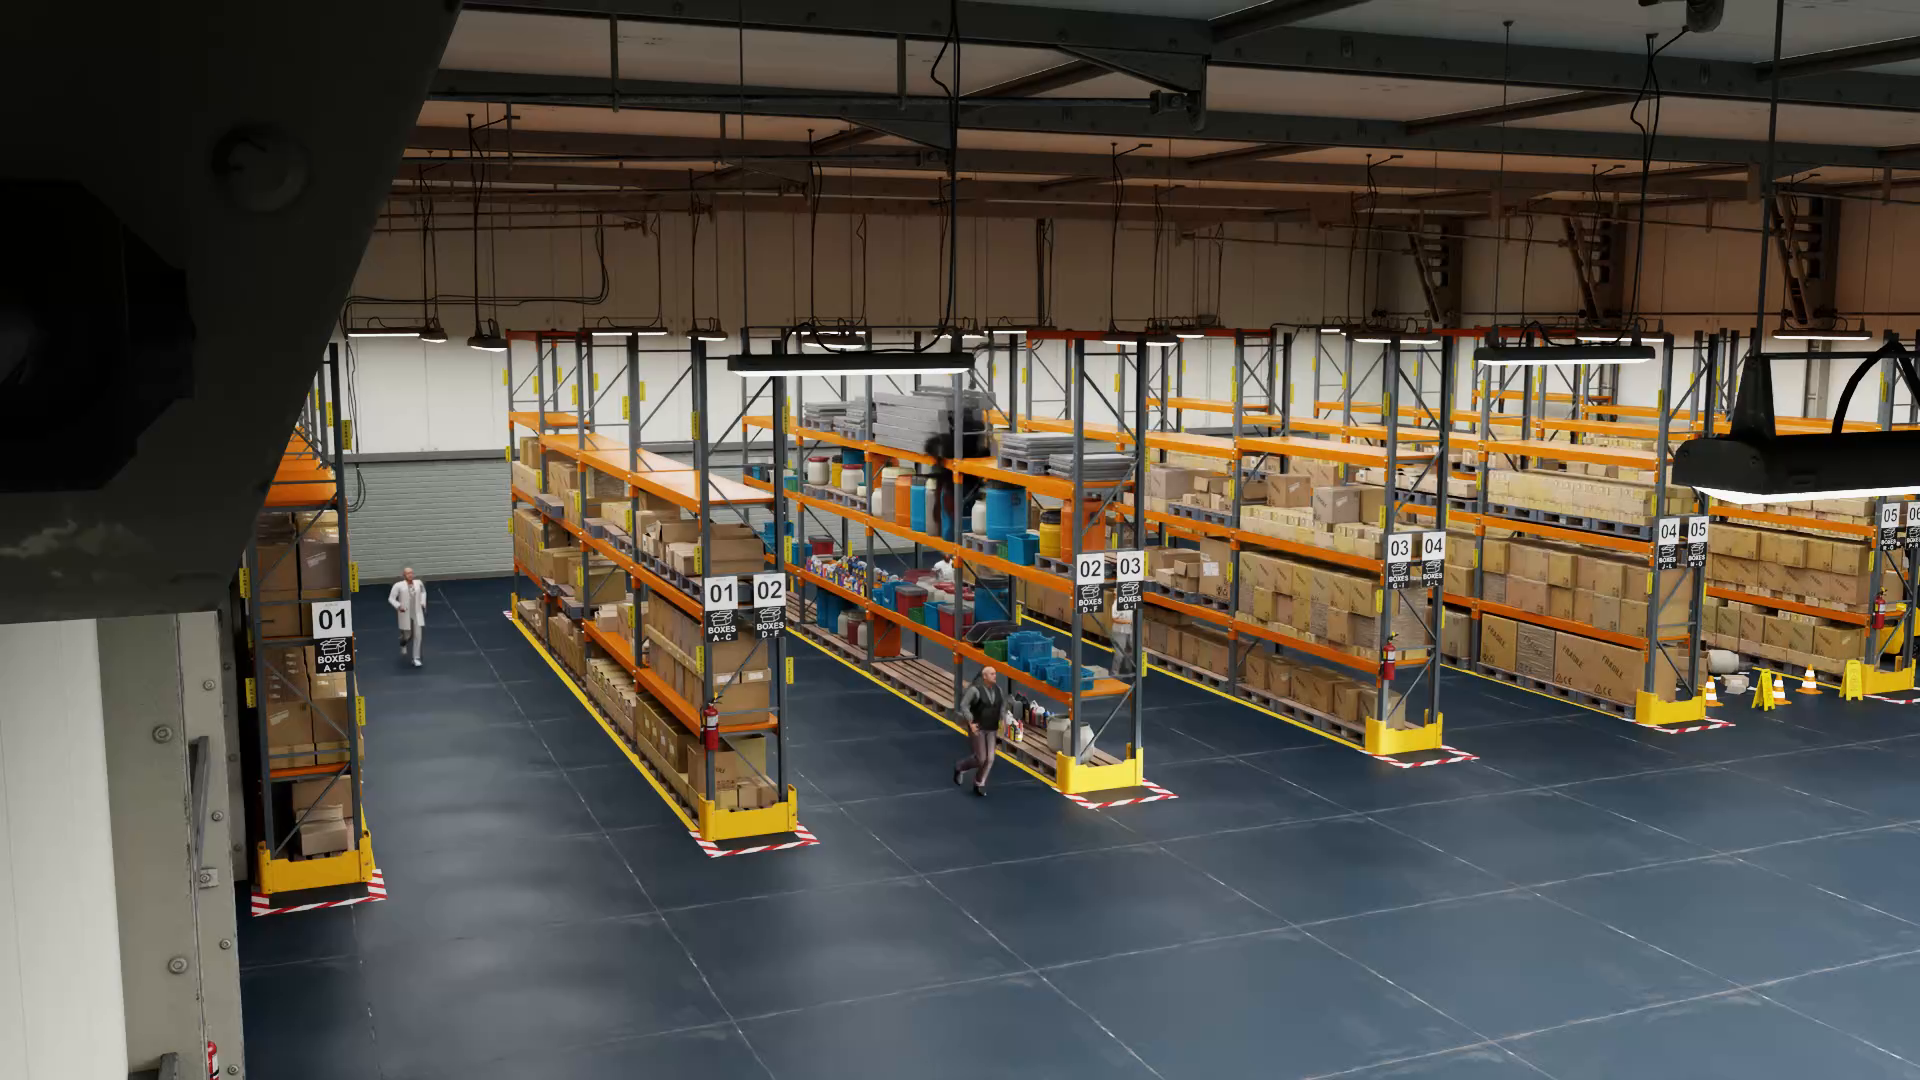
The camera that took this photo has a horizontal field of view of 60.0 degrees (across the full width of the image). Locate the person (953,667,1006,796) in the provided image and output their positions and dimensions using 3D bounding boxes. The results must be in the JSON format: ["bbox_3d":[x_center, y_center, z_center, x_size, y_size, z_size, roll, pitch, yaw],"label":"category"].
[{"bbox_3d":[0.287,2.511,22.121,0.643,1.672,0.600,-5,9,-34],"label":"person"}]

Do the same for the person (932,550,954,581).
[{"bbox_3d":[-0.279,0.986,33.230,0.582,1.703,0.752,-4,9,-28],"label":"person"}]

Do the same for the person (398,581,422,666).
[{"bbox_3d":[-9.988,1.490,30.218,0.620,1.515,0.954,-5,9,-32],"label":"person"}]

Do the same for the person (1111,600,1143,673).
[{"bbox_3d":[2.873,1.678,28.780,0.451,1.326,0.579,-5,9,-30],"label":"person"}]
